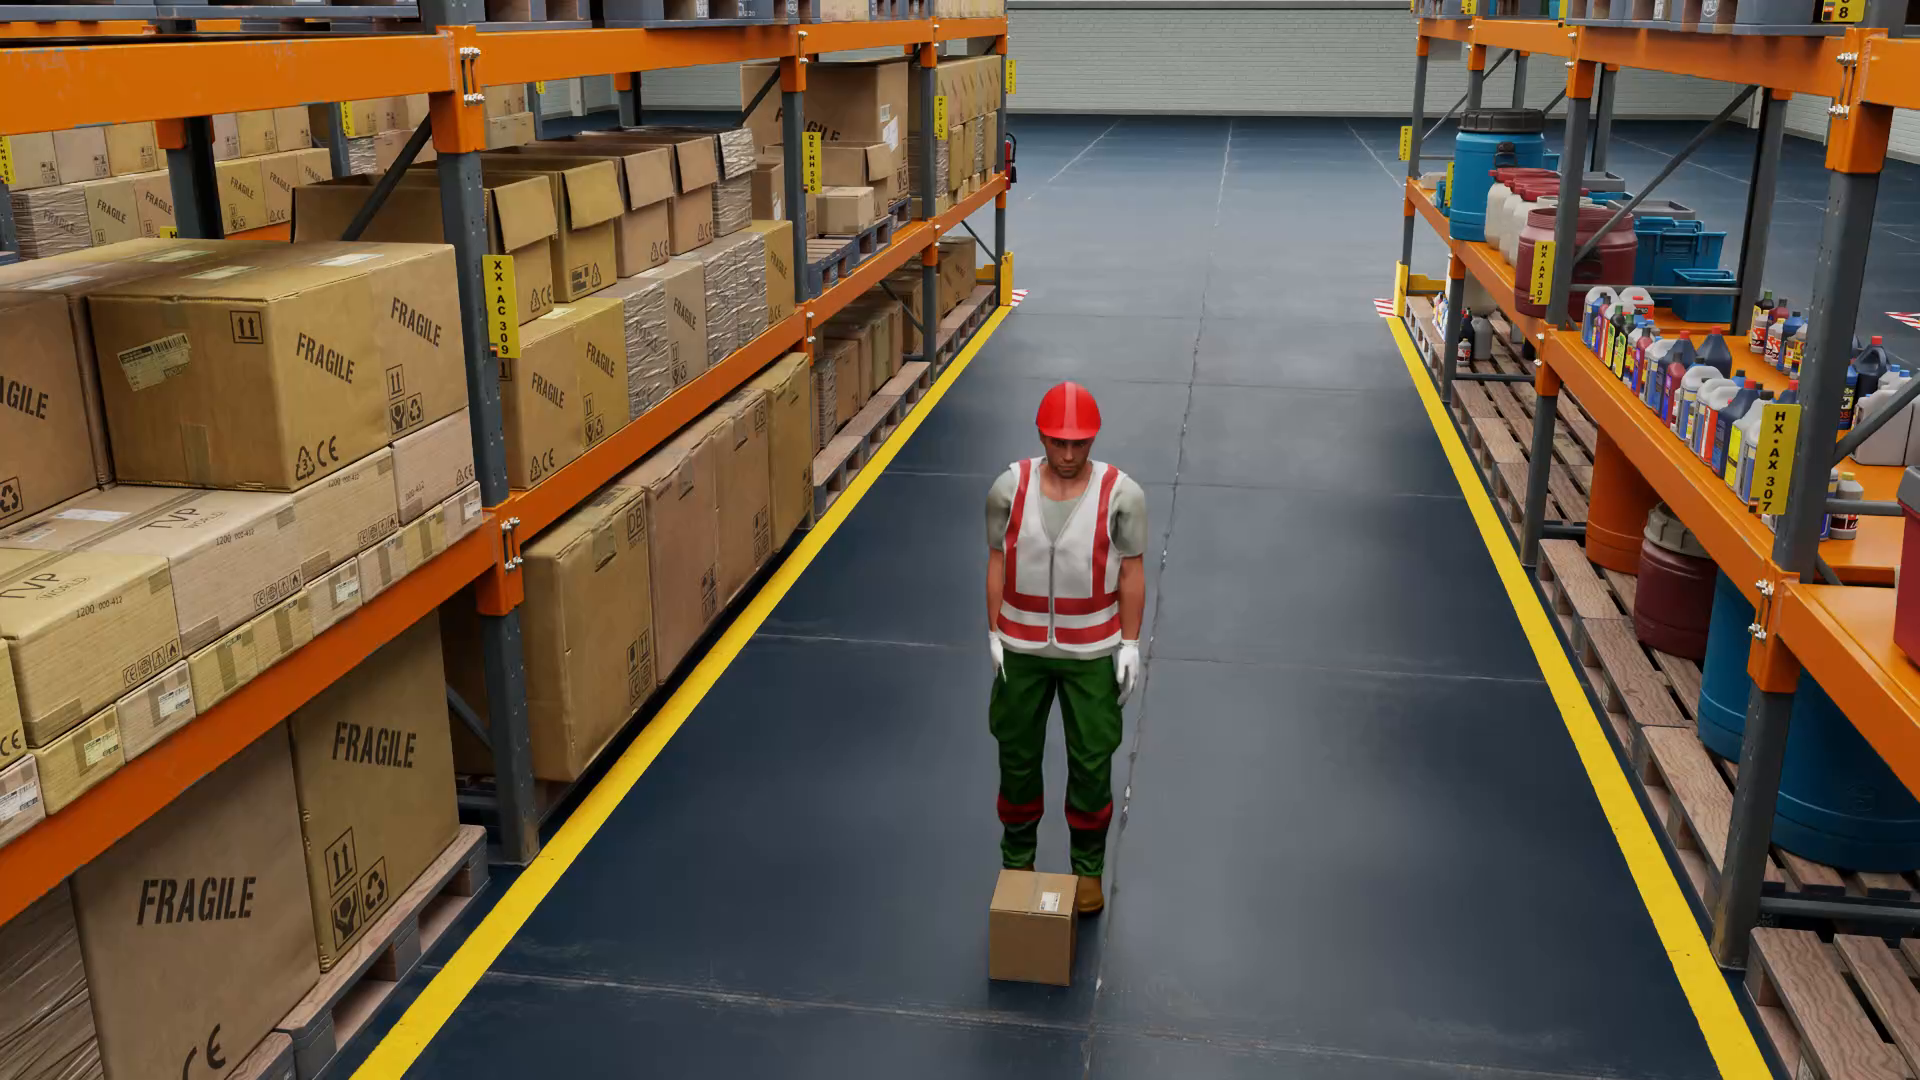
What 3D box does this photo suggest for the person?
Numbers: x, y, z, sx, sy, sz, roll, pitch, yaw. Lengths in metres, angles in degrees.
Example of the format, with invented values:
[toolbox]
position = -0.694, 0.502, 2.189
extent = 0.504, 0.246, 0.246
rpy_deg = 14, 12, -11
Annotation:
[person]
position = 0.334, 0.355, 5.416
extent = 0.528, 1.777, 0.351
rpy_deg = 3, 18, 10
